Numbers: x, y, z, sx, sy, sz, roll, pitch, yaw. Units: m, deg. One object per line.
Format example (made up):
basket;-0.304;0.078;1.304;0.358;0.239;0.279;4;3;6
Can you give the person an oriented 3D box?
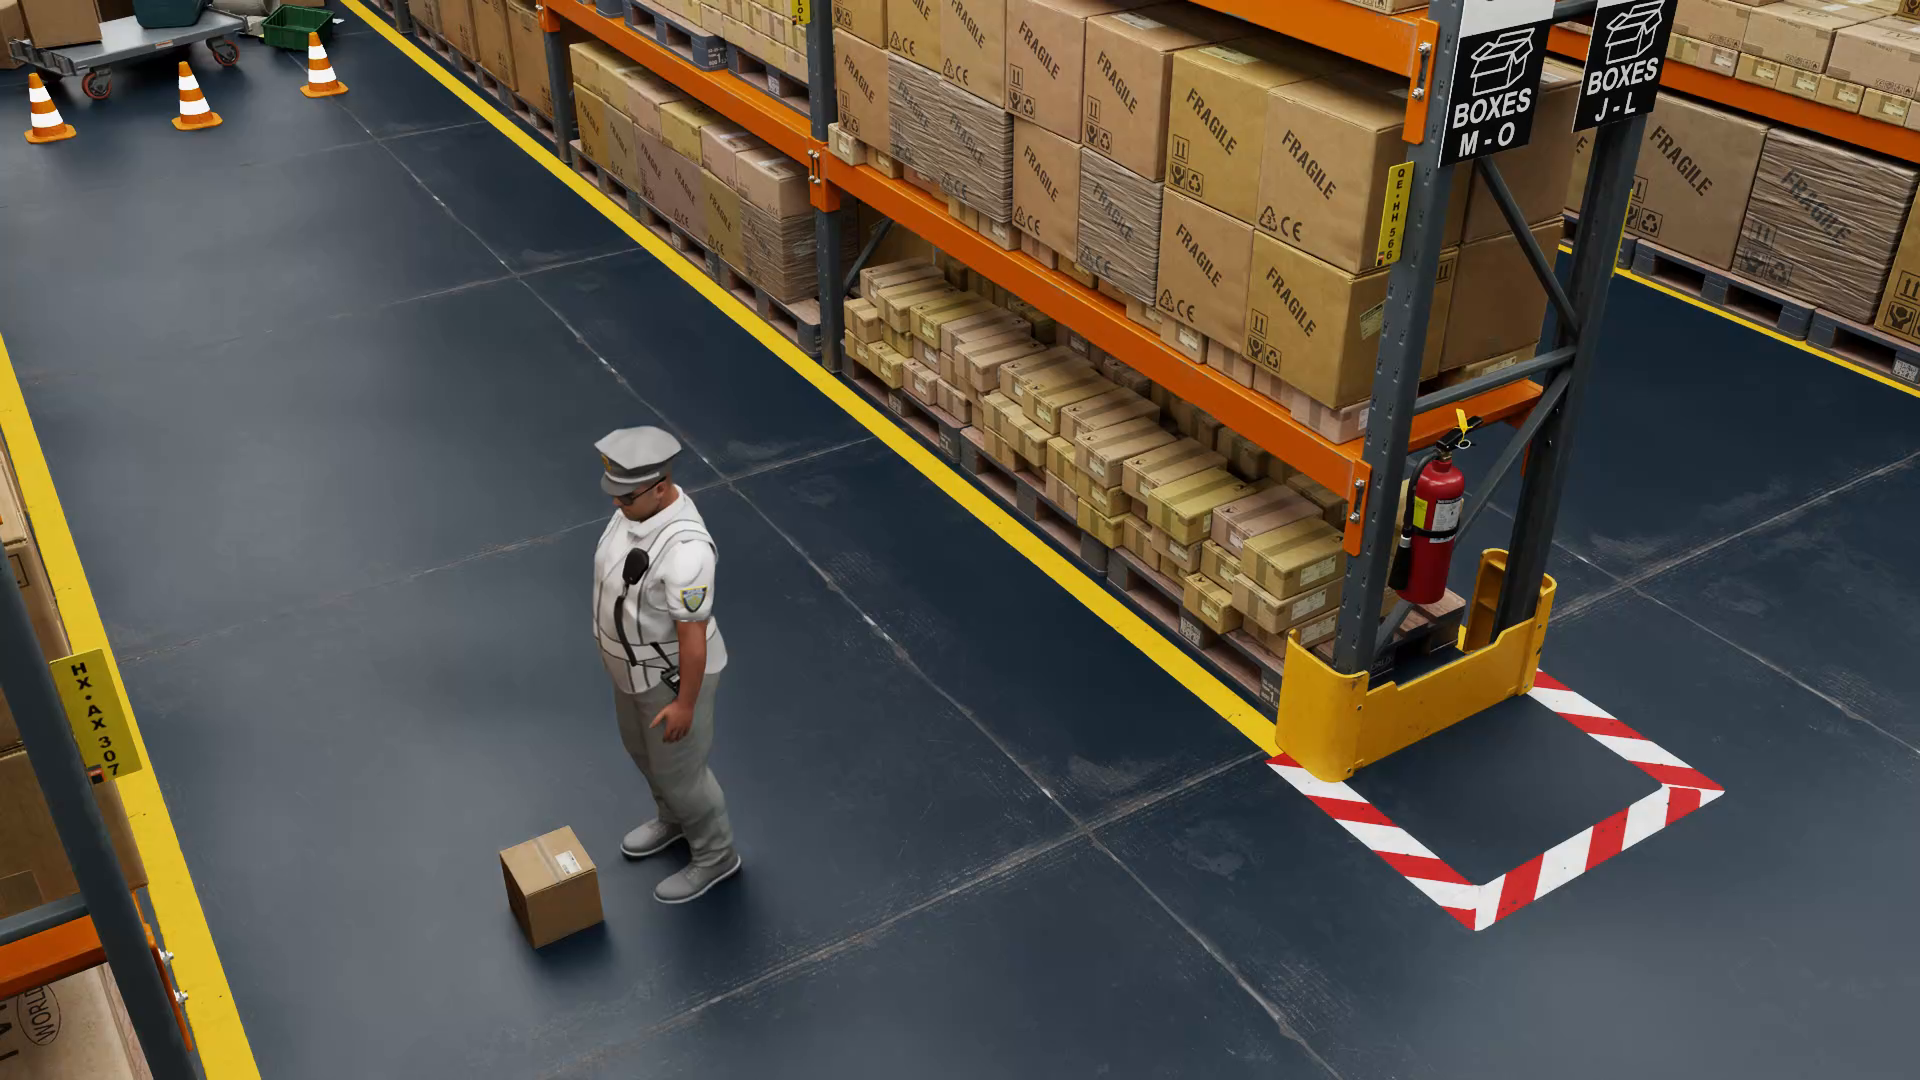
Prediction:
person;-0.978;0.427;5.482;0.392;1.751;0.529;-18;37;-26
